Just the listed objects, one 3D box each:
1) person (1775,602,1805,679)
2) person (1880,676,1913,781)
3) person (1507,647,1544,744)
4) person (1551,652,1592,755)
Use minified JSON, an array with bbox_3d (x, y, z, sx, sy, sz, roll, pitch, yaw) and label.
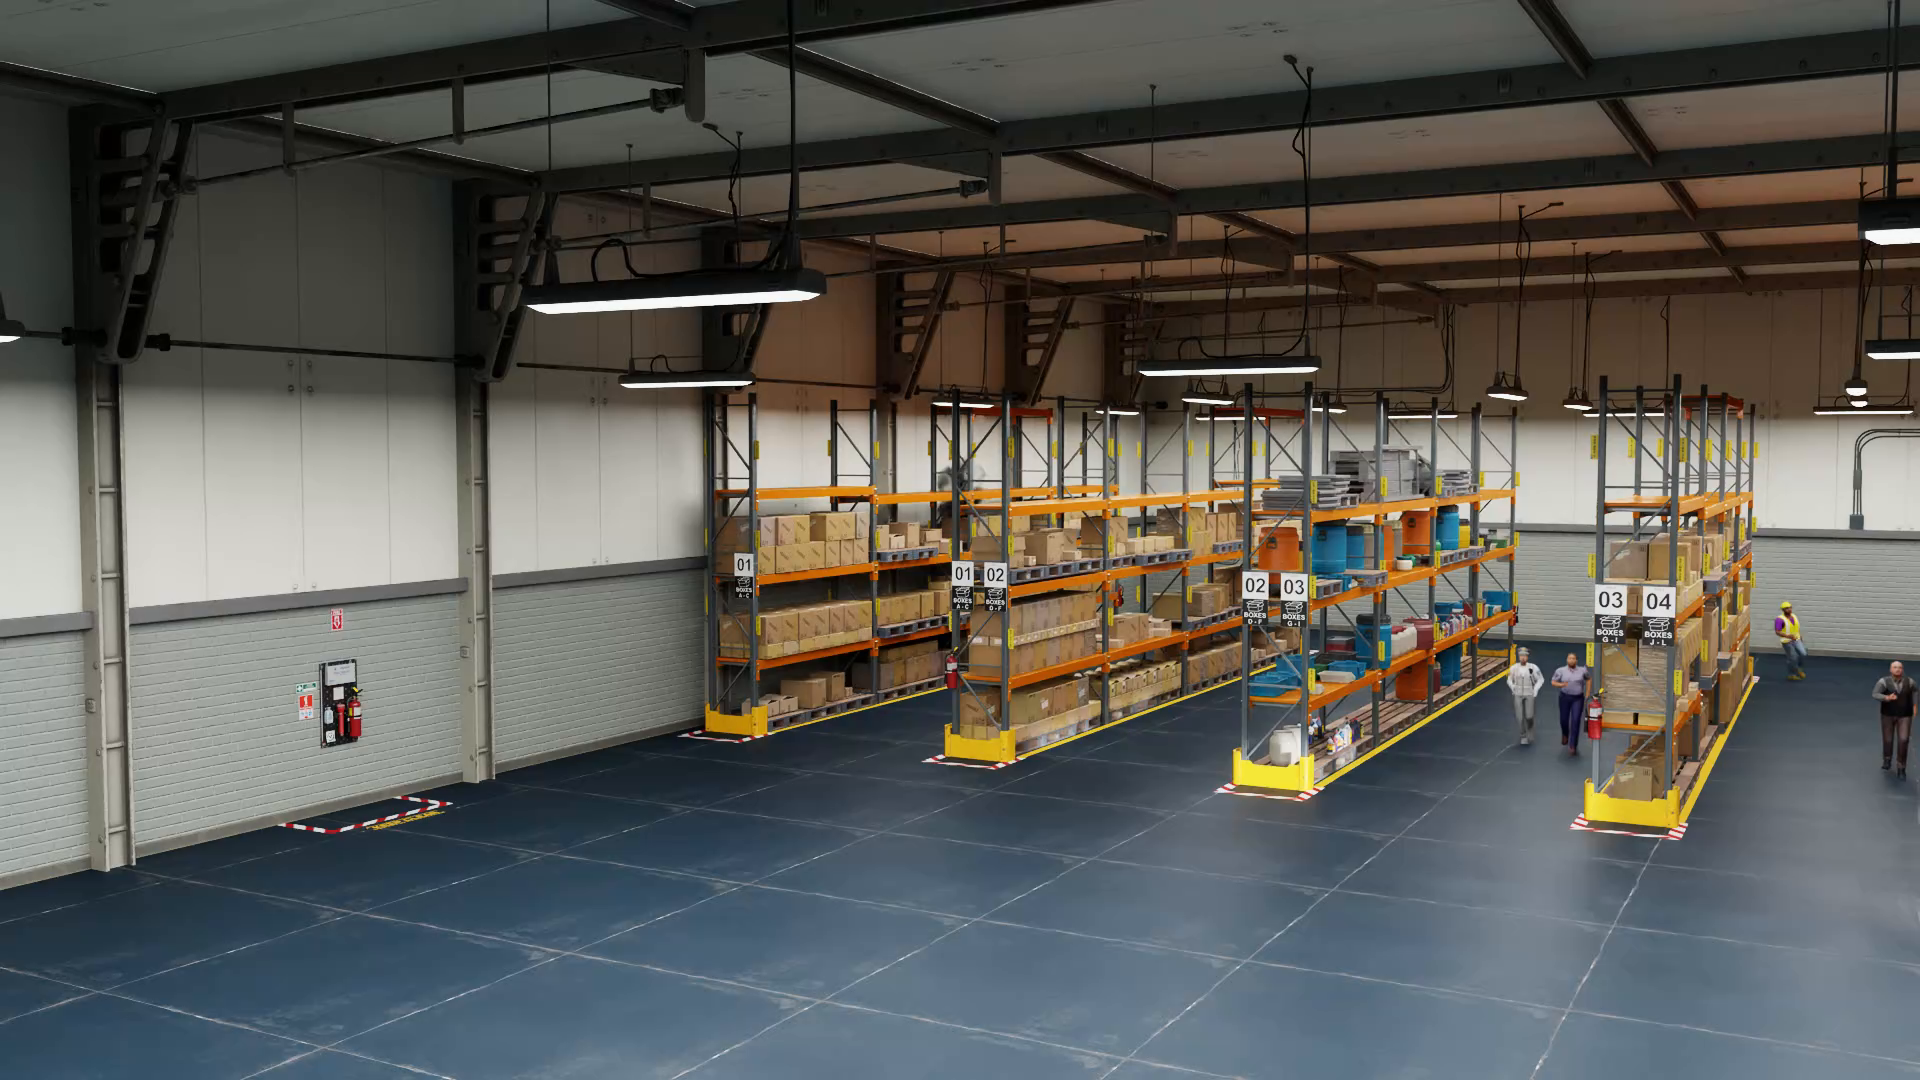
[{"bbox_3d":[17.962,2.187,36.095,0.668,1.696,0.435,0,3,-8],"label":"person"},{"bbox_3d":[14.400,2.862,25.583,0.444,1.548,0.828,1,3,26],"label":"person"},{"bbox_3d":[4.858,1.631,32.880,13.183,3.171,4.978,1,3,26],"label":"person"},{"bbox_3d":[13.443,2.921,23.212,9.788,1.669,6.896,1,3,19],"label":"person"}]
